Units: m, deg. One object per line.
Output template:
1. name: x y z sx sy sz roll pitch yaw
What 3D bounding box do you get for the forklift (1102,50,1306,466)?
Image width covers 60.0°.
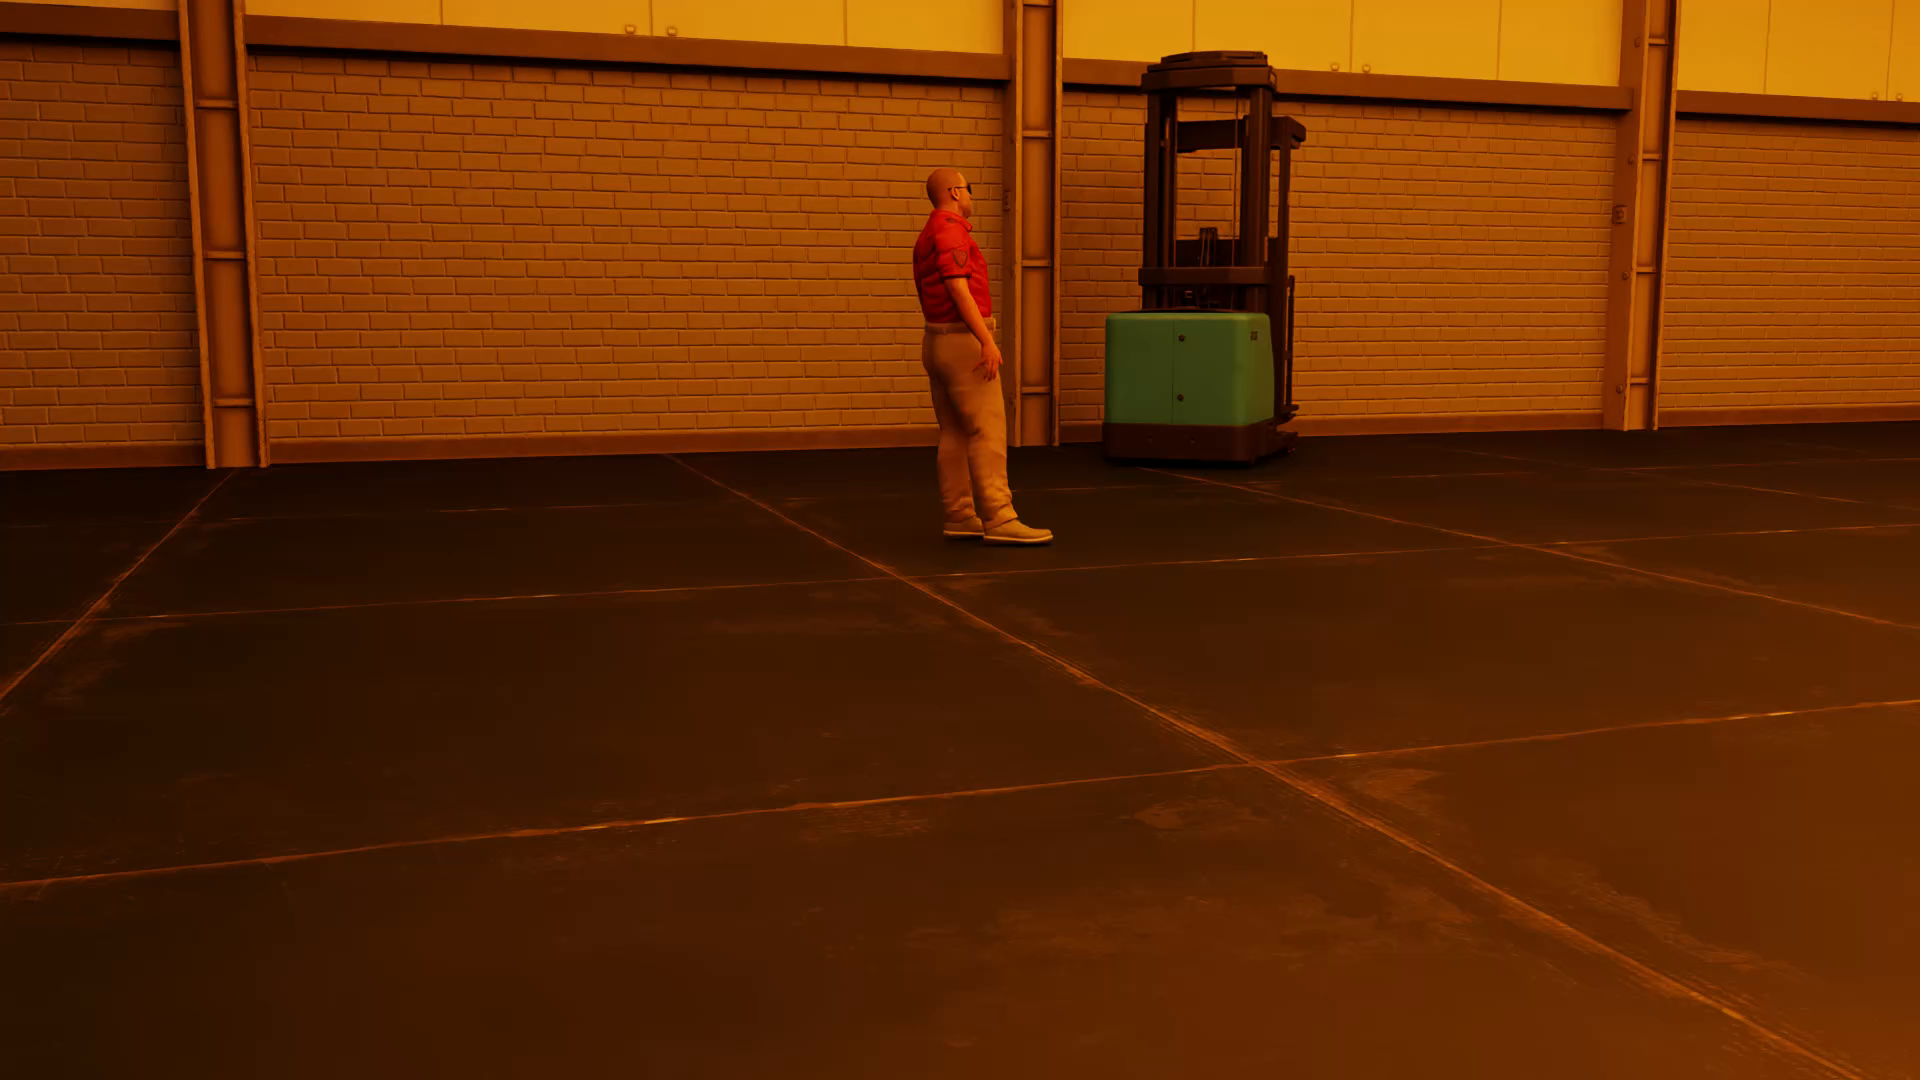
1. forklift: 2.001 -2.130 12.715 1.130 2.935 3.031 3 8 21

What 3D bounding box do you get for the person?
1. person: 0.089 -0.866 7.824 0.550 1.725 0.641 -3 8 -18
